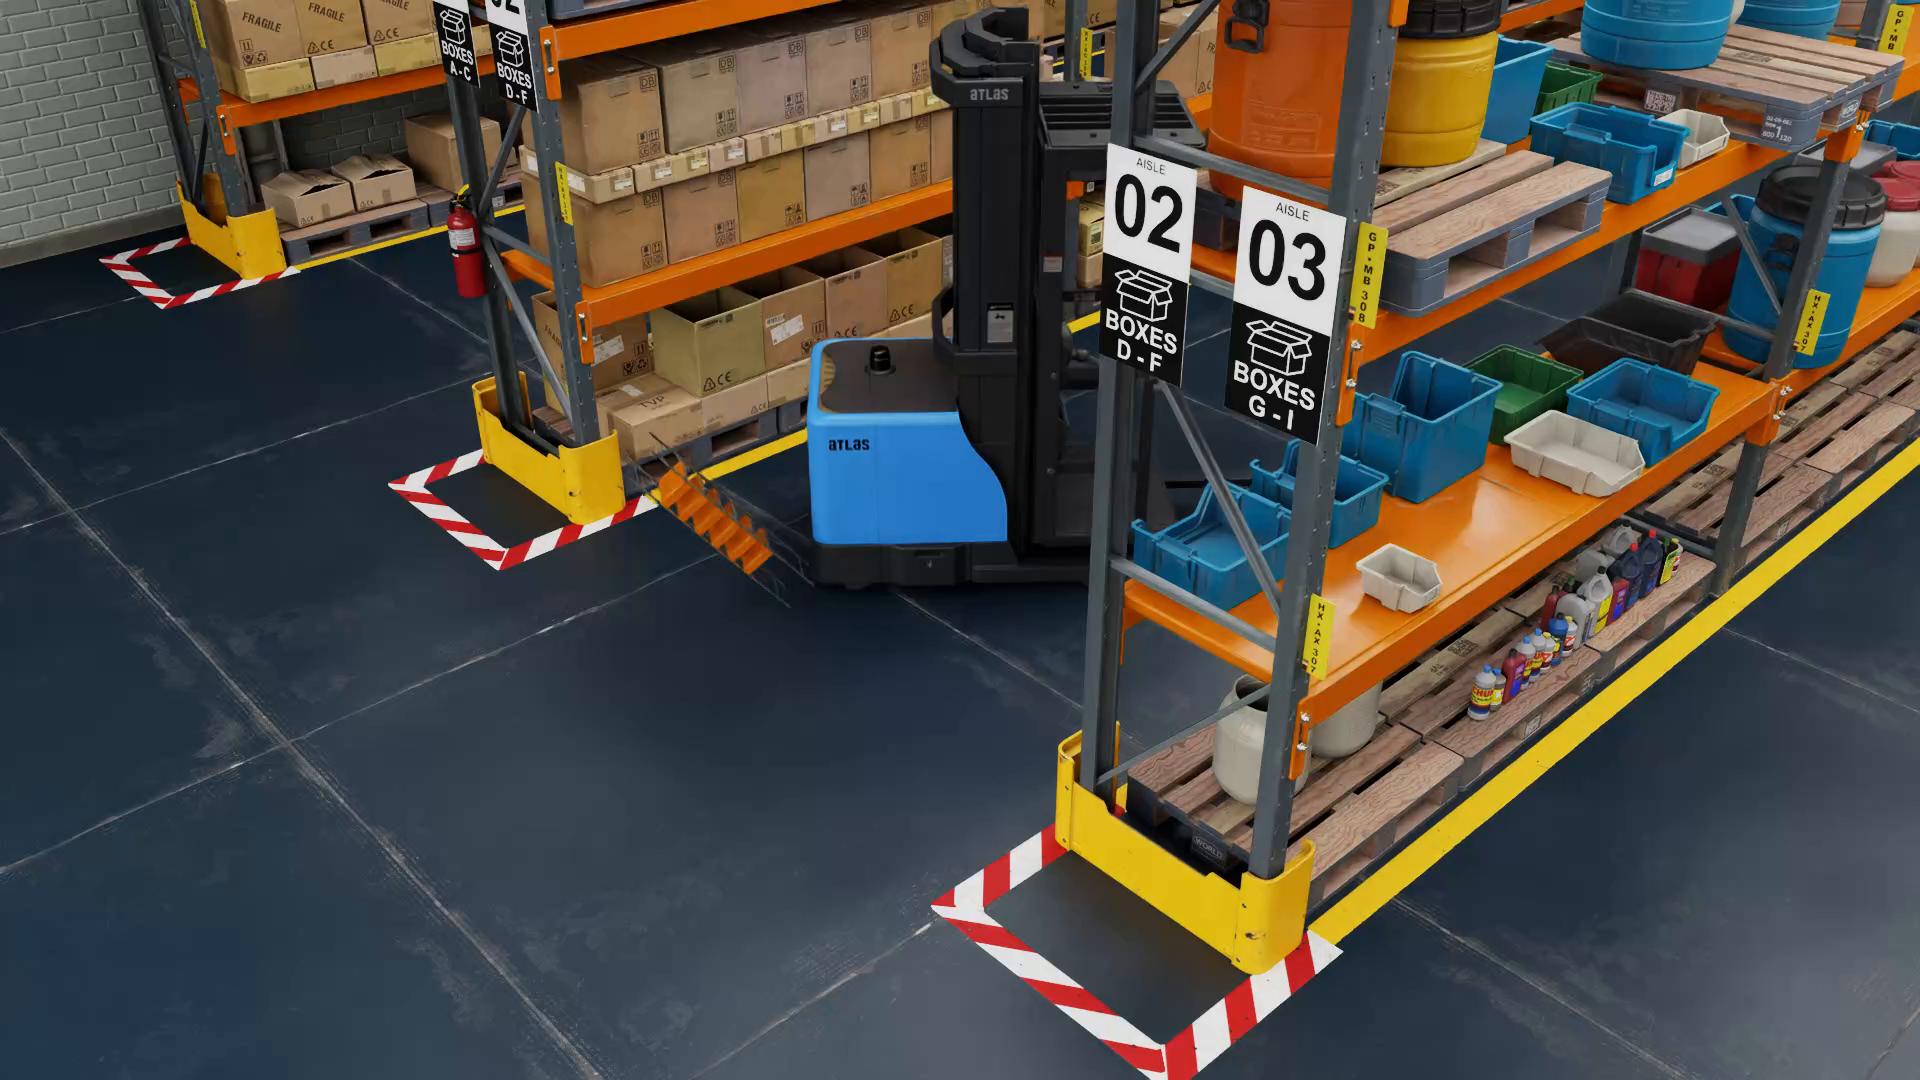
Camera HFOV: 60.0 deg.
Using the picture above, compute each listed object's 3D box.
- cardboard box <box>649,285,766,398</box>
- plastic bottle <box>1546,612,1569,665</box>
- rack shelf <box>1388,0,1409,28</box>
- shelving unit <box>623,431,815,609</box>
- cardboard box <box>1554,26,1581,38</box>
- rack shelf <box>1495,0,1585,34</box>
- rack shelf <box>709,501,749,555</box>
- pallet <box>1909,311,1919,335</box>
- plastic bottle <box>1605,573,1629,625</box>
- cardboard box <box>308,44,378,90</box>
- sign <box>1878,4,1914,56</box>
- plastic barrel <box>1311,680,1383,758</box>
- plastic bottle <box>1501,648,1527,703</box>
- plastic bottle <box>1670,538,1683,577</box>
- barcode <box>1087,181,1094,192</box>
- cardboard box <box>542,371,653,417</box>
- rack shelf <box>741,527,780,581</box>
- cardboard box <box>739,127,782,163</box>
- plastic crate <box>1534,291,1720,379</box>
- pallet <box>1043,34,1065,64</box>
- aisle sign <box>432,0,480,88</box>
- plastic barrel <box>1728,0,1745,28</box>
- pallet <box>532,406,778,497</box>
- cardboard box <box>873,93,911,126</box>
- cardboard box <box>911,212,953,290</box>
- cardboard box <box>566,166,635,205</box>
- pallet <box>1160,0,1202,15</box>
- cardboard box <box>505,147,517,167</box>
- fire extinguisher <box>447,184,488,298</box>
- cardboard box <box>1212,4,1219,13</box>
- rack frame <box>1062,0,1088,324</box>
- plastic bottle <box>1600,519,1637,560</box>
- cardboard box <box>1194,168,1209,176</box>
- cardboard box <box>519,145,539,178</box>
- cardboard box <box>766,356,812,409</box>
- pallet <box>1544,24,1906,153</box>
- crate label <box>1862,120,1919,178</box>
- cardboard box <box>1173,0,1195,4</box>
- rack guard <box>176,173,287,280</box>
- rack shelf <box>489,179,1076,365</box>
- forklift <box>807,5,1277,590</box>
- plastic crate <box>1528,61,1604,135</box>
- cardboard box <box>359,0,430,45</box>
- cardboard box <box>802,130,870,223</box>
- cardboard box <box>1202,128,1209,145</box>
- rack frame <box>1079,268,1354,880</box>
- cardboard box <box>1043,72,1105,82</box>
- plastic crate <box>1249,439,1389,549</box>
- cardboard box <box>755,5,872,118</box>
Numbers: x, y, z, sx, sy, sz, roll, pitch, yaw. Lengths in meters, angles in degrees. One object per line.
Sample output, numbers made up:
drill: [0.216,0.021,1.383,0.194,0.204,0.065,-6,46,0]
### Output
cardboard box: [-1.559,-1.255,10.275,0.500,0.500,0.500,-26,40,-35]
plastic bottle: [2.911,0.474,8.127,0.097,0.271,0.097,0,31,0]
rack shelf: [2.363,-2.540,6.186,4.000,0.370,1.077,-26,40,-35]
shelving unit: [-1.256,-0.095,8.745,0.189,1.200,0.258,-41,32,11]
cardboard box: [6.163,-4.738,16.433,0.500,0.500,0.500,-26,40,-36]
rack shelf: [4.864,-4.885,15.388,4.000,0.370,1.077,-26,40,-35]
rack shelf: [-1.228,-0.070,8.768,0.180,0.103,0.258,-41,32,11]
pallet: [7.312,-1.693,12.150,1.213,0.211,1.003,-26,40,-35]
plastic bottle: [3.321,0.284,8.427,0.133,0.283,0.061,-23,38,-32]
cardboard box: [-4.895,-3.725,12.925,0.500,0.250,0.500,-27,41,-37]
sign: [4.195,-2.237,7.484,0.005,0.325,0.100,-26,40,-35]
plastic barrel: [1.694,0.693,7.559,0.421,0.512,0.421,0,31,0]
plastic bottle: [2.616,0.625,7.869,0.133,0.283,0.061,-25,39,-35]
plastic bottle: [3.775,0.086,8.829,0.097,0.201,0.097,0,31,0]
barcode: [0.934,-2.526,11.895,0.075,0.075,0.001,-26,40,-35]
cardboard box: [-2.277,-0.955,10.504,0.500,0.250,0.500,-26,40,-35]
rack shelf: [-1.076,0.068,8.892,0.180,0.103,0.258,-41,32,11]
cardboard box: [-1.279,-2.388,9.897,0.250,0.149,0.380,-27,41,-37]
plastic crate: [3.359,-1.004,8.411,0.504,0.338,0.767,-26,40,-35]
pallet: [0.656,-5.438,18.275,1.213,0.211,1.003,-26,40,-35]
aisle sign: [-2.717,-2.843,8.867,0.004,0.787,0.394,-26,40,-35]
plastic barrel: [3.380,-2.597,7.571,0.421,0.512,0.421,0,31,0]
pallet: [-1.937,-0.743,10.597,1.213,0.211,1.003,-26,40,-35]
cardboard box: [-0.522,-2.755,10.497,0.250,0.149,0.380,-25,39,-34]
cardboard box: [-0.102,-1.969,11.444,0.500,0.500,0.500,-26,40,-35]
cardboard box: [-2.035,-2.022,9.297,0.250,0.149,0.380,-26,40,-36]
pallet: [2.445,-6.303,19.690,1.213,0.211,1.003,-26,40,-35]
cardboard box: [-4.093,-3.370,14.531,0.380,0.149,0.250,26,40,35]
fire extinguisher: [-2.872,-1.748,9.642,0.183,0.674,0.296,-26,40,-35]
cardboard box: [2.178,-3.924,13.031,0.500,0.500,0.500,27,40,36]
rack frame: [0.464,-3.064,11.720,0.127,3.000,1.000,-26,40,-35]
plastic bottle: [3.455,0.058,8.732,0.185,0.351,0.144,-26,40,-35]
cardboard box: [1.686,-2.720,12.854,0.500,0.311,0.500,-27,41,-37]
cardboard box: [-2.319,-2.173,9.545,0.250,0.149,0.380,-27,40,-36]
cardboard box: [-1.194,-1.113,10.762,0.500,0.250,0.500,-26,40,-35]
pallet: [3.366,-2.074,7.406,1.003,0.211,1.213,-26,40,-35]
crate label: [5.850,-2.353,10.523,0.616,0.435,0.502,-26,40,-35]
cardboard box: [2.571,-6.777,19.450,0.750,0.750,0.750,-25,40,-35]
rack guard: [-5.784,-2.500,13.193,0.348,0.500,1.175,-26,40,-35]
rack shelf: [-1.003,-2.048,10.748,4.000,0.370,1.077,-26,40,-35]
forklift: [0.686,-1.255,8.827,3.031,2.935,1.130,-1,31,-2]
plastic crate: [2.487,-1.902,7.147,0.450,0.188,0.336,-26,40,-35]
cardboard box: [-4.533,-4.210,13.000,0.500,0.500,0.500,-27,41,-37]
cardboard box: [-0.985,-2.399,10.536,0.500,0.500,0.700,-24,39,-34]
cardboard box: [2.058,-3.285,13.777,0.500,0.311,0.500,-27,41,-37]
rack frame: [0.896,0.251,6.299,0.127,3.000,1.000,-26,40,-35]
cardboard box: [0.795,-3.192,12.072,0.500,0.250,0.500,-23,38,-33]
plastic crate: [1.540,-0.206,7.188,0.408,0.251,0.499,-26,40,-35]
cardboard box: [-0.961,-2.966,10.221,0.500,0.500,0.700,-26,40,-35]
